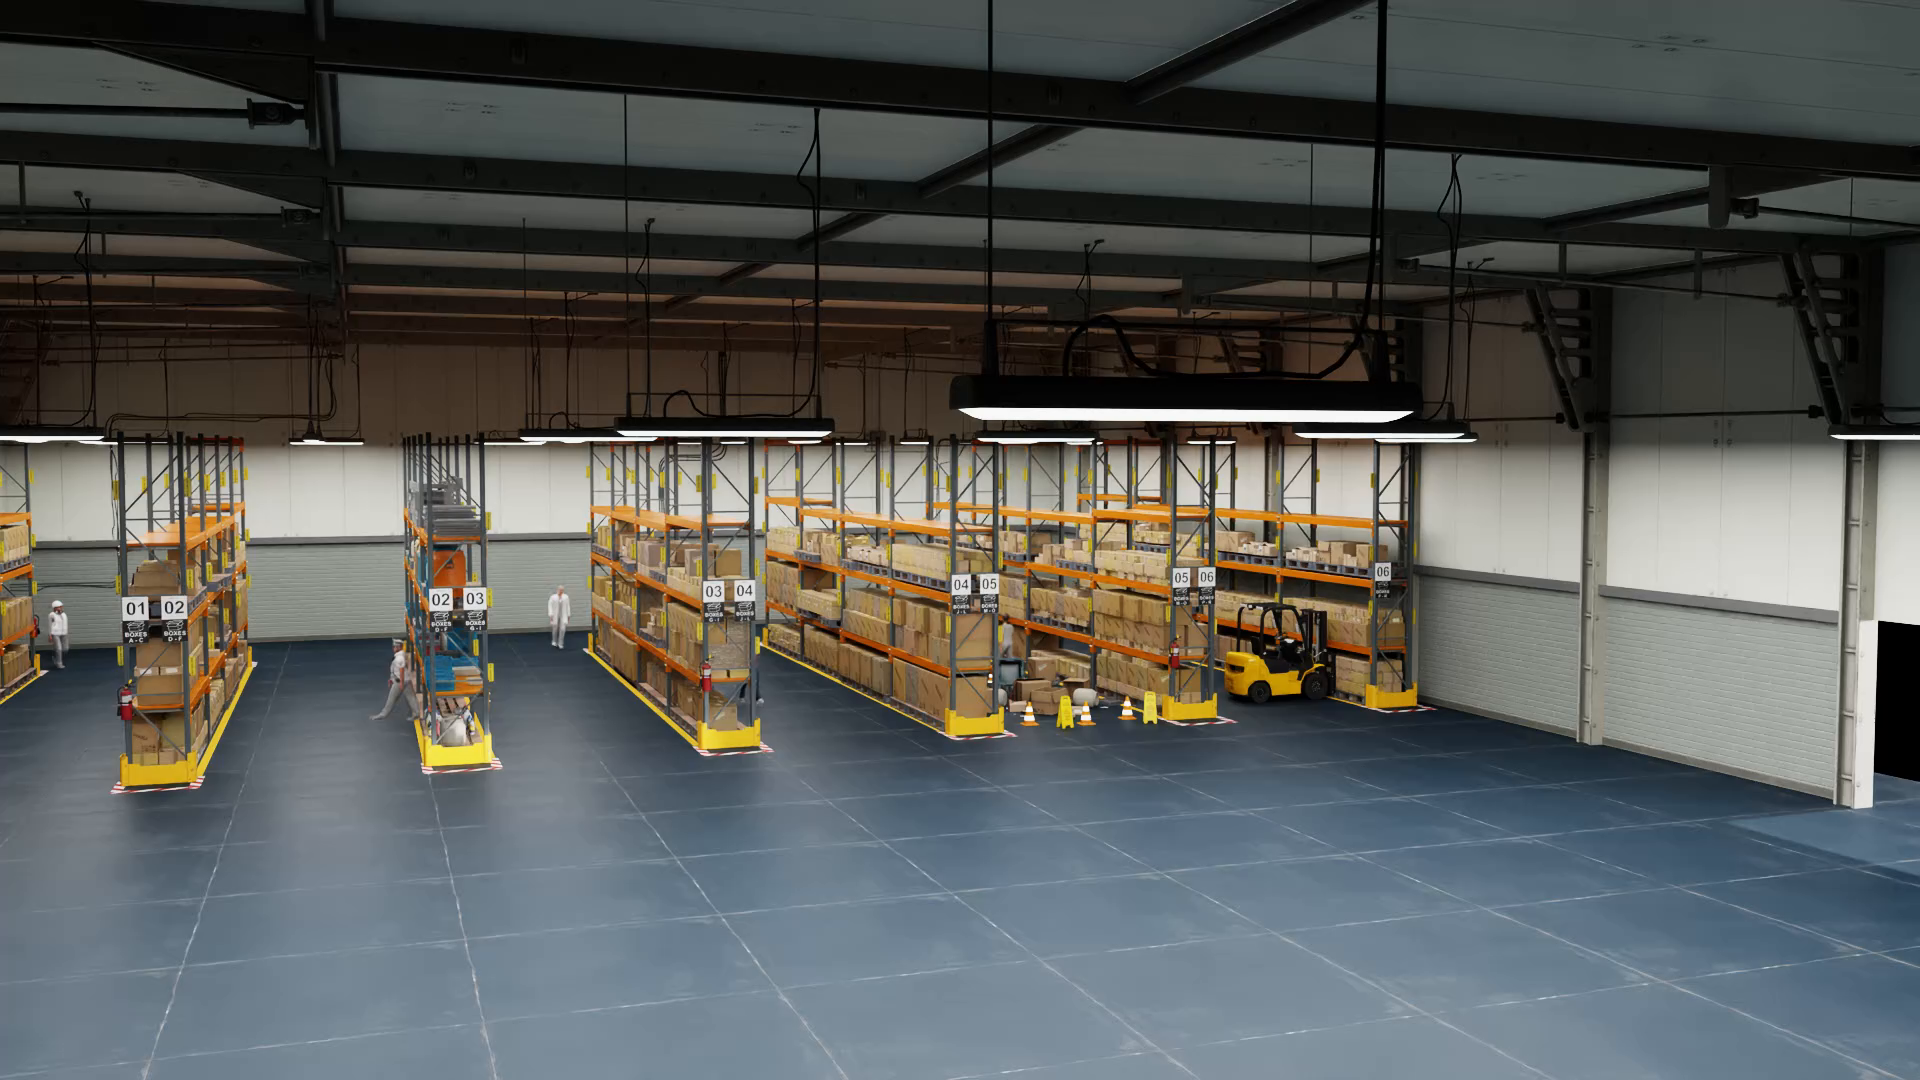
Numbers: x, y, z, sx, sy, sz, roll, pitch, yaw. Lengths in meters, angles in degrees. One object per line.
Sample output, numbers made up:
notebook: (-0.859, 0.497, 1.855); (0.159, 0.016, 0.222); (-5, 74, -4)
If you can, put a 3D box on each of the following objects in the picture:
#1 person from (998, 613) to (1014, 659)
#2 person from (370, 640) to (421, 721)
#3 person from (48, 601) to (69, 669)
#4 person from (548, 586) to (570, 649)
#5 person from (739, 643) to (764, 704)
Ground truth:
person: (1.159, 2.640, 40.836); (0.479, 1.690, 0.543); (-2, 4, -36)
person: (-11.705, 2.918, 34.539); (1.003, 1.706, 0.552); (0, 3, -1)
person: (-23.394, 2.443, 43.071); (0.656, 1.760, 0.536); (2, 4, 28)
person: (-11.502, 2.235, 47.738); (0.652, 1.840, 0.718); (-1, 3, -24)
person: (-4.656, 2.879, 37.008); (0.476, 1.546, 0.878); (-2, 4, -37)
